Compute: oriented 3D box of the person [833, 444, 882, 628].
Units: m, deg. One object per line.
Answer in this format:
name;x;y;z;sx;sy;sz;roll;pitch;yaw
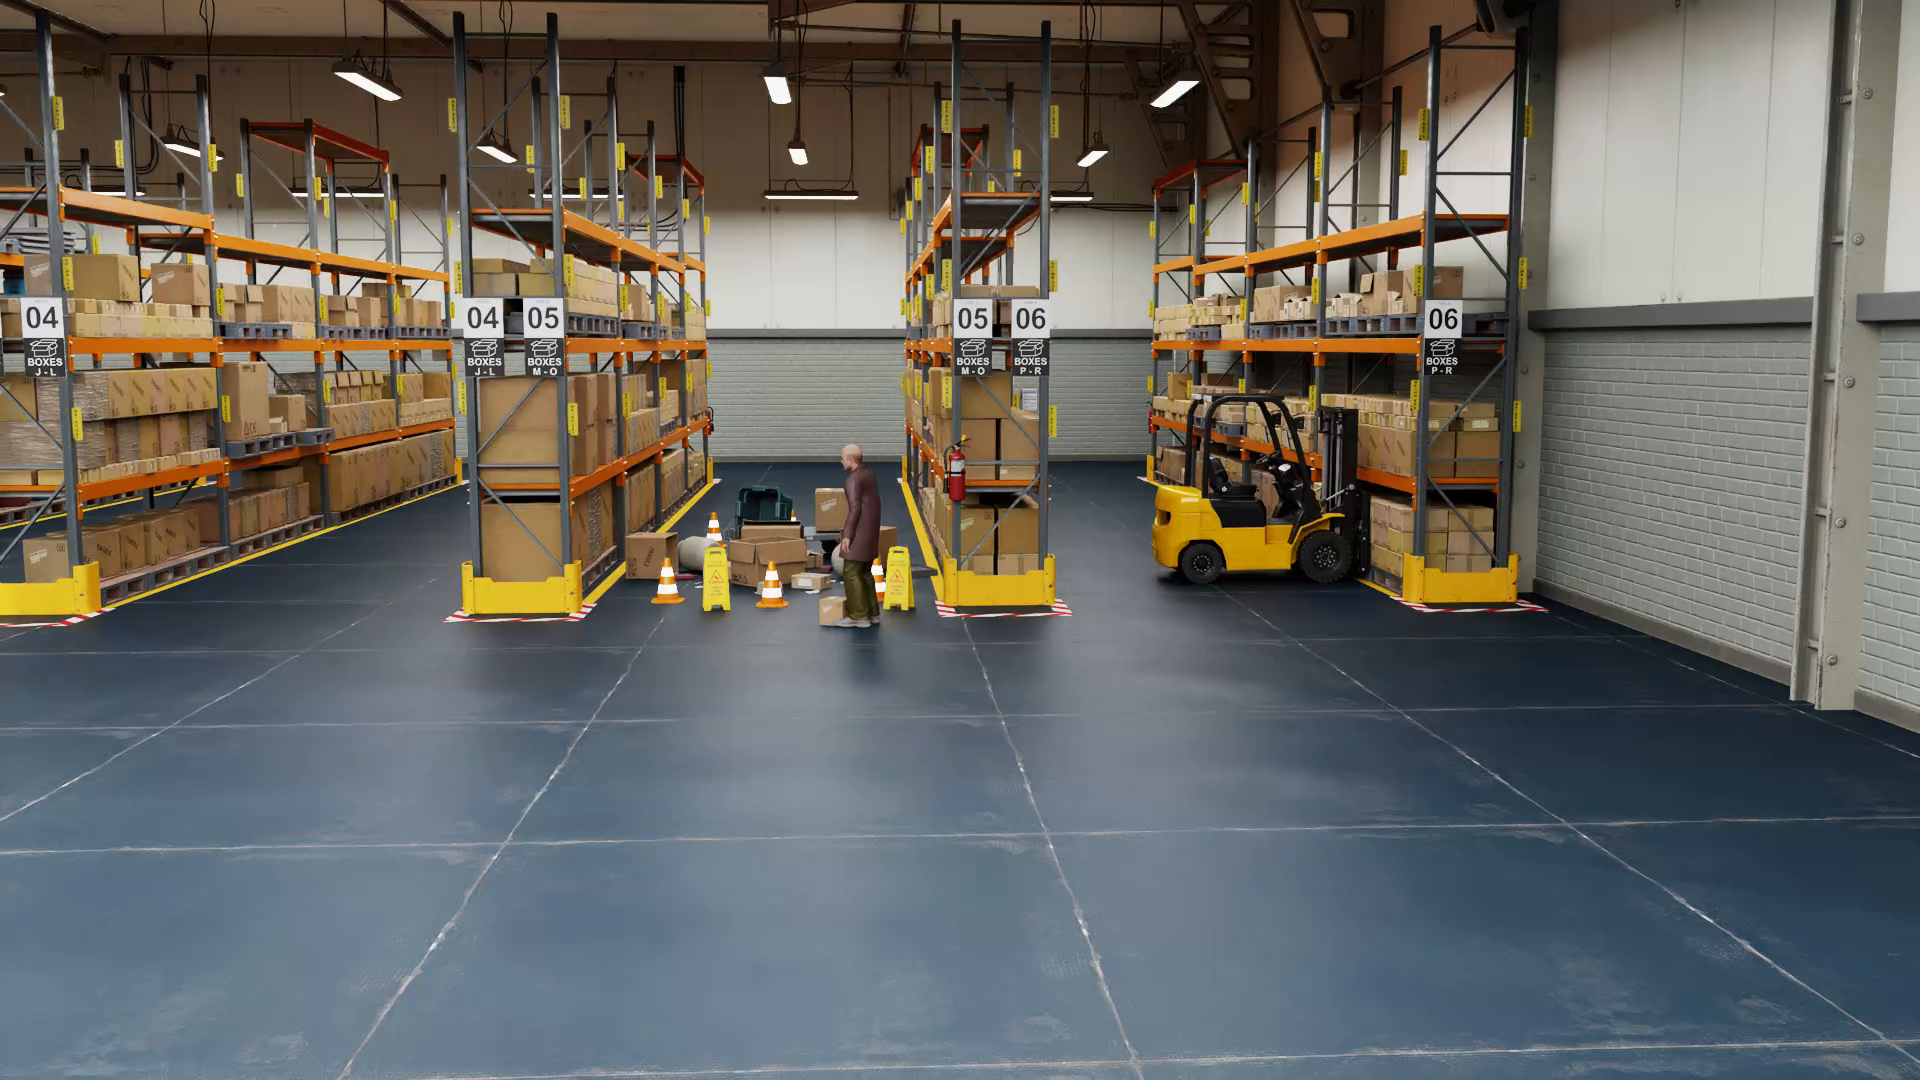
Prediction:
person;-0.985;-0.047;16.199;0.428;1.773;0.643;3;7;22
